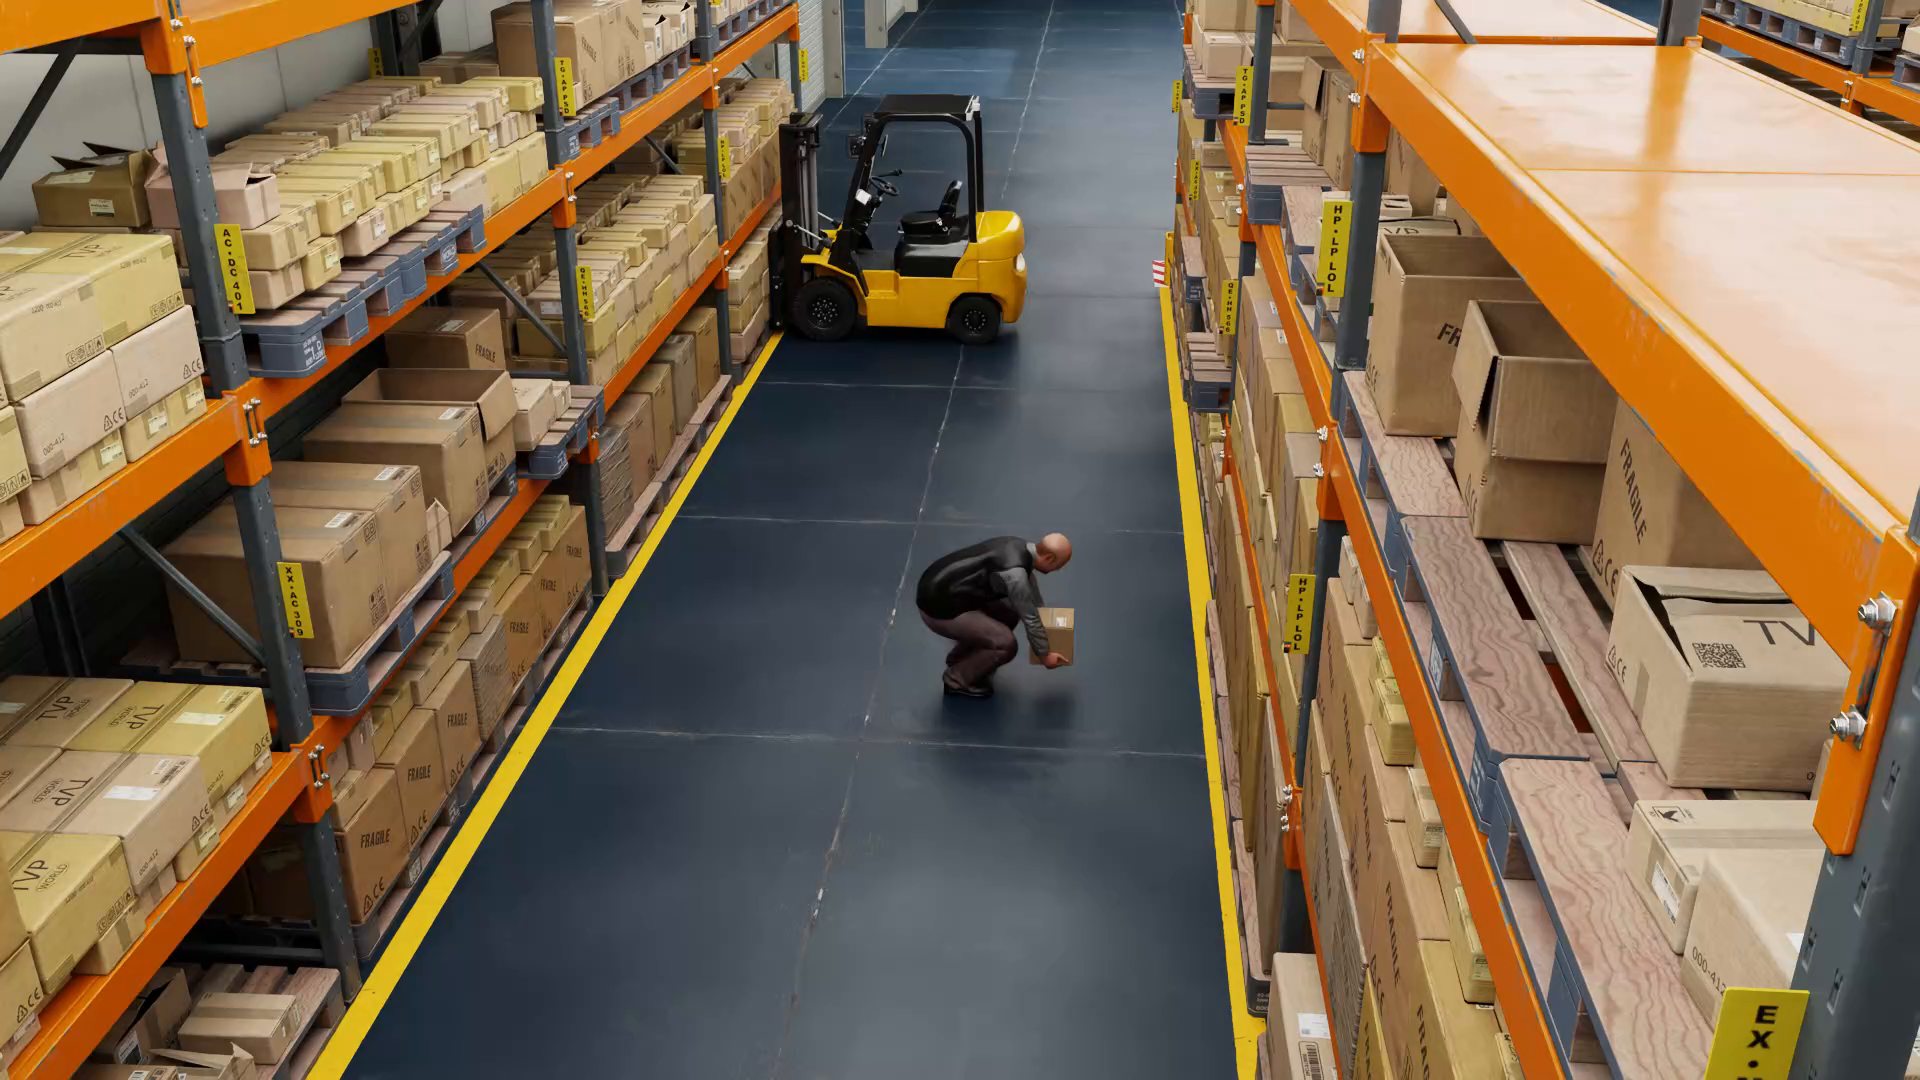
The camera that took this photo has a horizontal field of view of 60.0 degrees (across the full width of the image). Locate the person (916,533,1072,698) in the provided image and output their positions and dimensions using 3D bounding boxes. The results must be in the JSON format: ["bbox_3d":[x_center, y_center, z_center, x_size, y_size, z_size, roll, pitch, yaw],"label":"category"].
[{"bbox_3d":[0.195,0.412,9.661,0.894,0.959,0.509,1,24,3],"label":"person"}]
